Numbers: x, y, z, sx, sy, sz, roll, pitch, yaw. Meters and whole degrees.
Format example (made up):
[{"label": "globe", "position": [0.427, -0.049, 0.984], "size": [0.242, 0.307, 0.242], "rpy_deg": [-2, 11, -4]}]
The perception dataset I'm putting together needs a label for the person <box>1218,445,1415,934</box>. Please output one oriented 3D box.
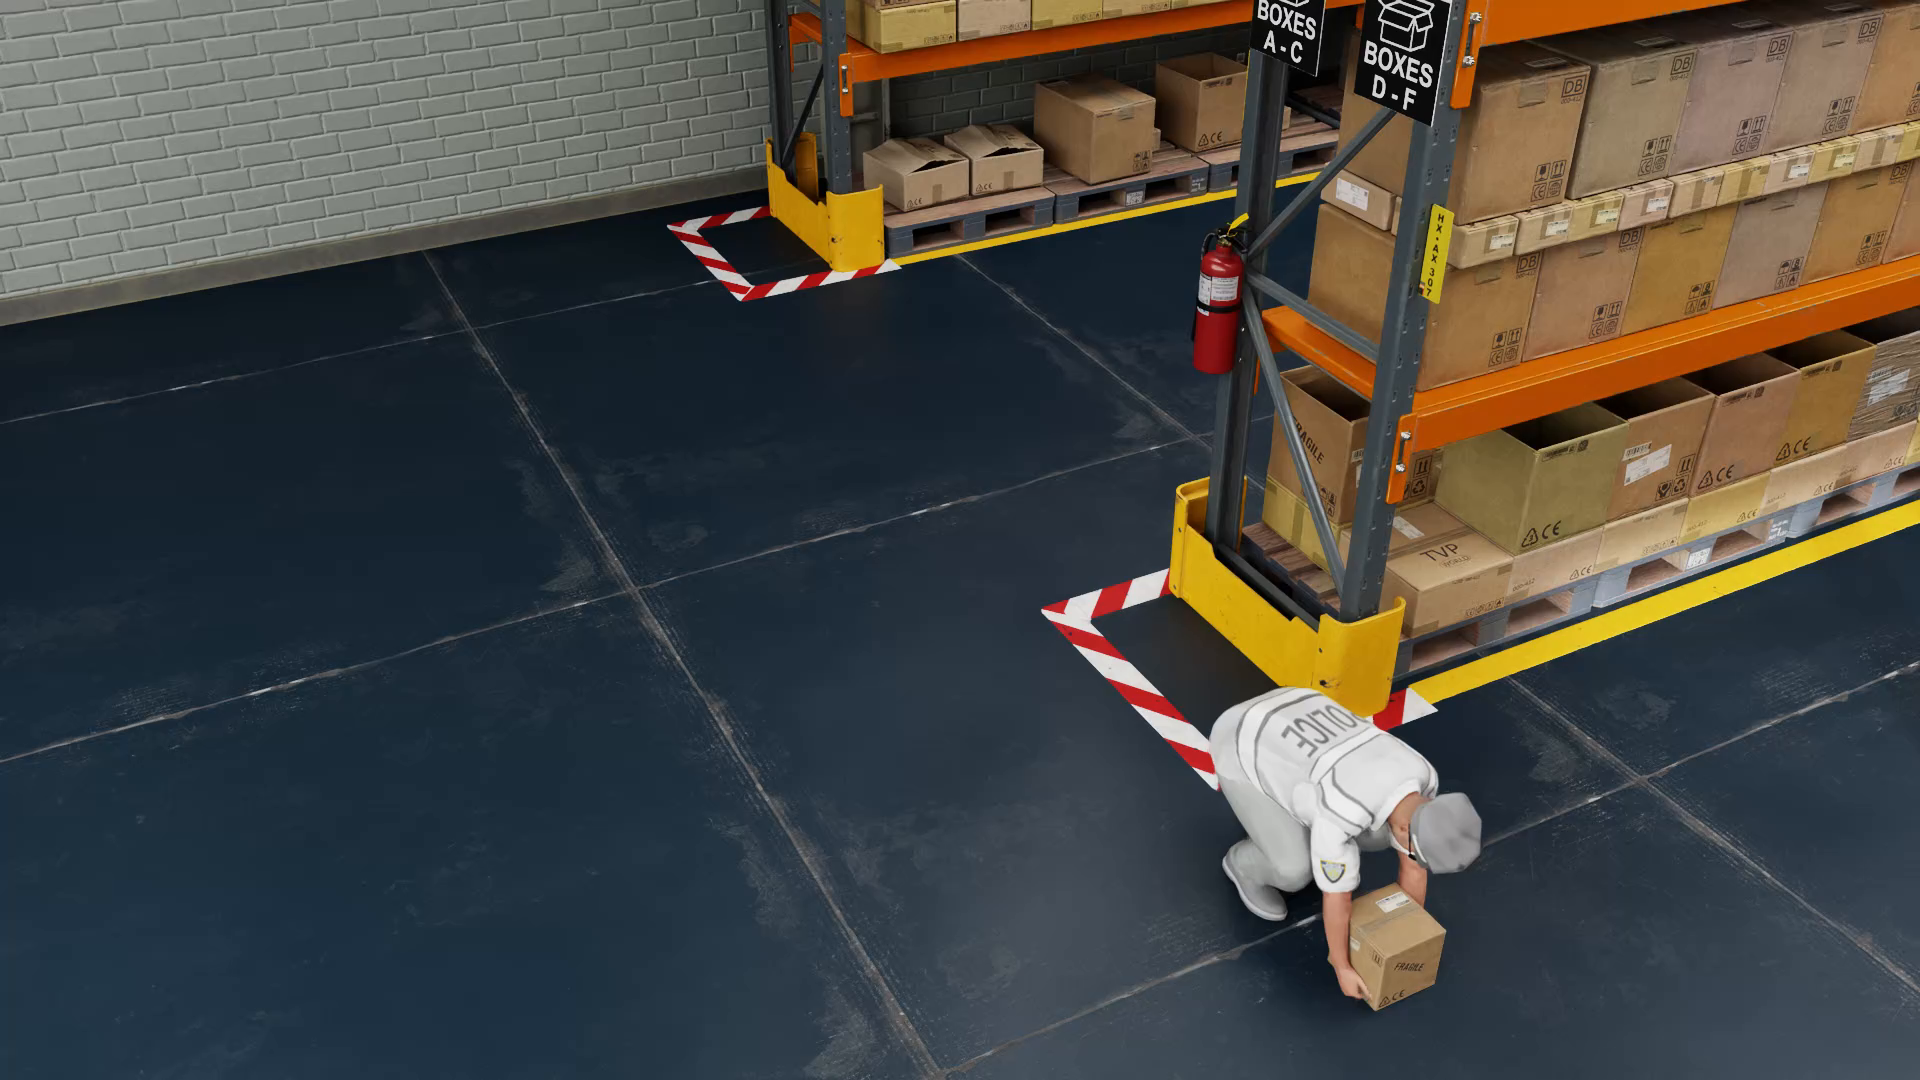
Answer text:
[{"label": "person", "position": [1.143, 0.448, 5.438], "size": [0.594, 1.746, 0.440], "rpy_deg": [-18, 37, -25]}]
